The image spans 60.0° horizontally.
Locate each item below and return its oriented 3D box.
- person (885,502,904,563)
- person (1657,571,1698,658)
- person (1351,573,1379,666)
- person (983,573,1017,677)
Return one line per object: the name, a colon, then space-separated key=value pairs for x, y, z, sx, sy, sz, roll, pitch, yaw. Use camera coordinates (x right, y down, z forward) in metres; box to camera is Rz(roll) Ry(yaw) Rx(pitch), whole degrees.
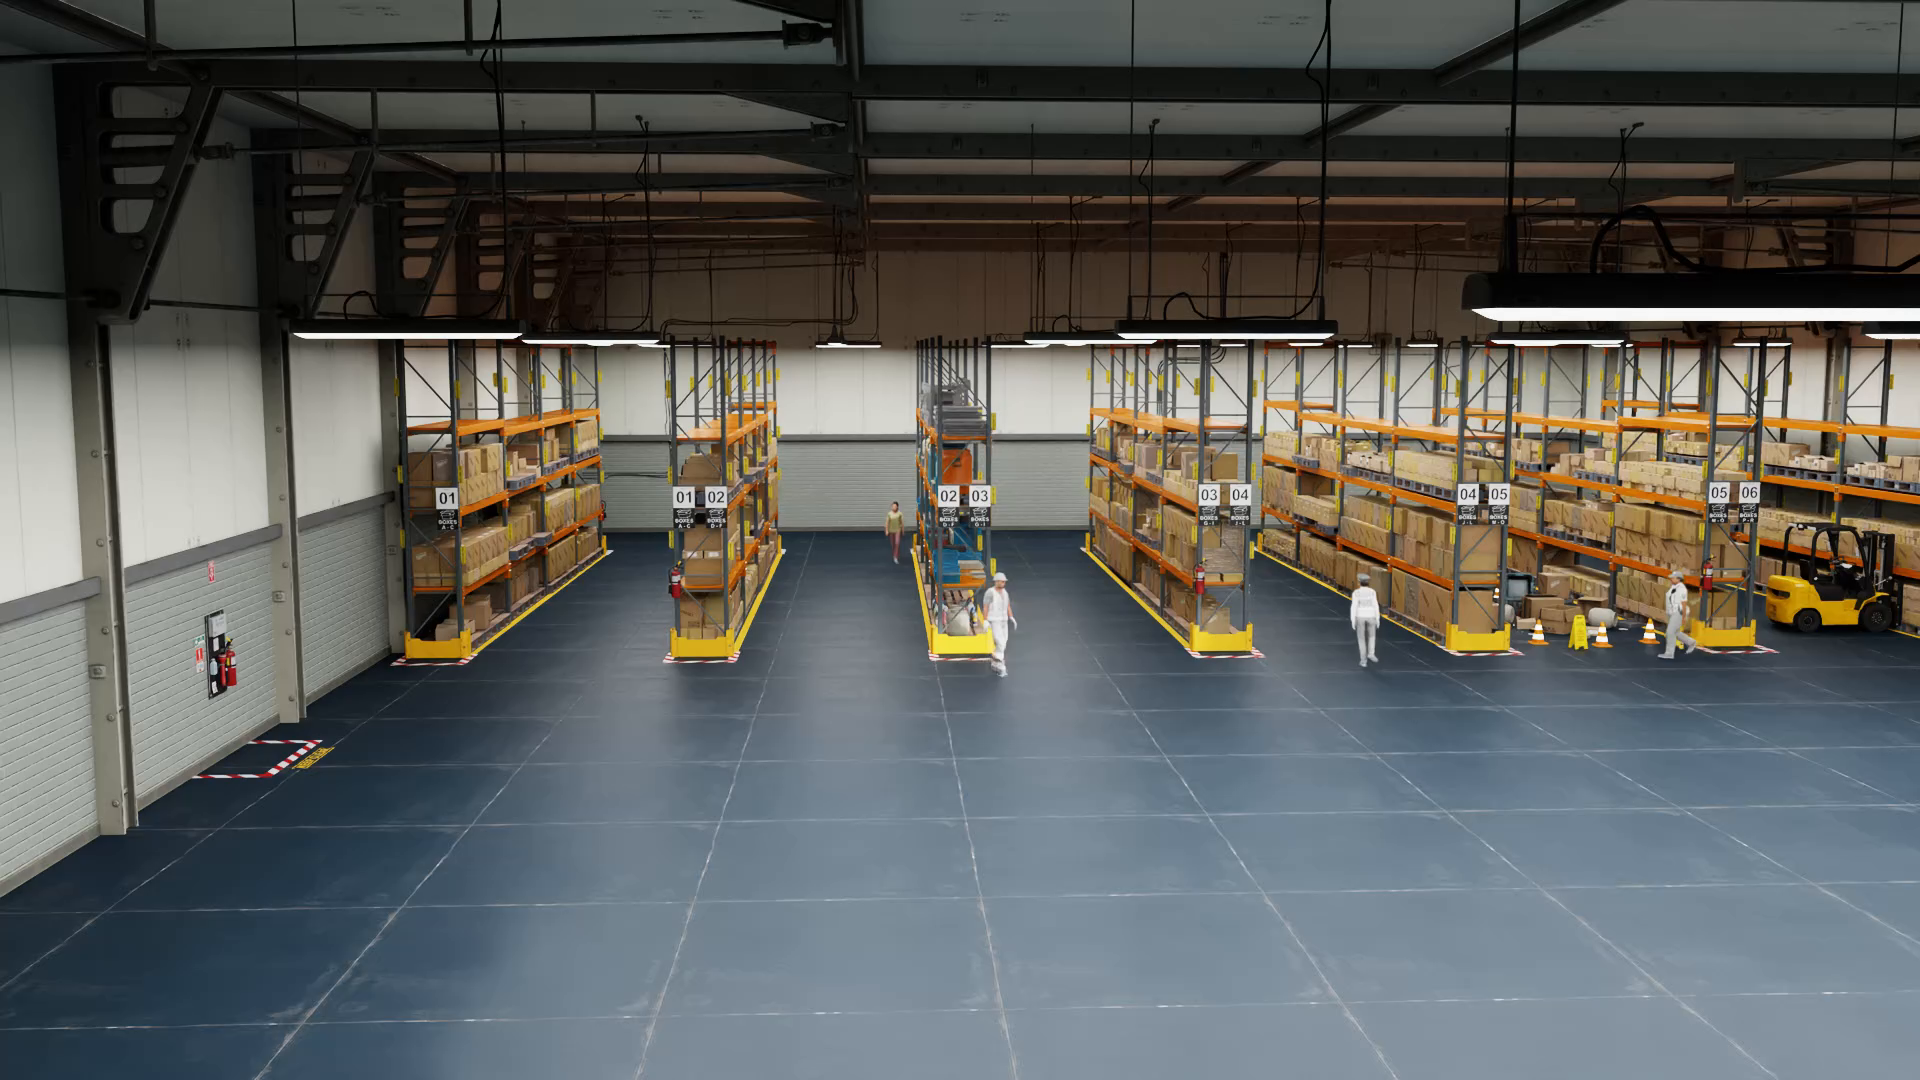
person: x=-1.801 y=-0.226 z=45.092 sx=0.465 sy=1.609 sz=0.994 roll=2 pitch=7 yaw=14
person: x=13.423 y=1.383 z=30.987 sx=0.824 sy=1.631 sz=0.479 roll=0 pitch=6 yaw=-2
person: x=7.368 y=1.455 z=30.269 sx=0.520 sy=1.667 sz=0.447 roll=1 pitch=7 yaw=7
person: x=0.736 y=1.505 z=29.549 sx=0.584 sy=1.839 sz=0.564 roll=6 pitch=9 yaw=44
